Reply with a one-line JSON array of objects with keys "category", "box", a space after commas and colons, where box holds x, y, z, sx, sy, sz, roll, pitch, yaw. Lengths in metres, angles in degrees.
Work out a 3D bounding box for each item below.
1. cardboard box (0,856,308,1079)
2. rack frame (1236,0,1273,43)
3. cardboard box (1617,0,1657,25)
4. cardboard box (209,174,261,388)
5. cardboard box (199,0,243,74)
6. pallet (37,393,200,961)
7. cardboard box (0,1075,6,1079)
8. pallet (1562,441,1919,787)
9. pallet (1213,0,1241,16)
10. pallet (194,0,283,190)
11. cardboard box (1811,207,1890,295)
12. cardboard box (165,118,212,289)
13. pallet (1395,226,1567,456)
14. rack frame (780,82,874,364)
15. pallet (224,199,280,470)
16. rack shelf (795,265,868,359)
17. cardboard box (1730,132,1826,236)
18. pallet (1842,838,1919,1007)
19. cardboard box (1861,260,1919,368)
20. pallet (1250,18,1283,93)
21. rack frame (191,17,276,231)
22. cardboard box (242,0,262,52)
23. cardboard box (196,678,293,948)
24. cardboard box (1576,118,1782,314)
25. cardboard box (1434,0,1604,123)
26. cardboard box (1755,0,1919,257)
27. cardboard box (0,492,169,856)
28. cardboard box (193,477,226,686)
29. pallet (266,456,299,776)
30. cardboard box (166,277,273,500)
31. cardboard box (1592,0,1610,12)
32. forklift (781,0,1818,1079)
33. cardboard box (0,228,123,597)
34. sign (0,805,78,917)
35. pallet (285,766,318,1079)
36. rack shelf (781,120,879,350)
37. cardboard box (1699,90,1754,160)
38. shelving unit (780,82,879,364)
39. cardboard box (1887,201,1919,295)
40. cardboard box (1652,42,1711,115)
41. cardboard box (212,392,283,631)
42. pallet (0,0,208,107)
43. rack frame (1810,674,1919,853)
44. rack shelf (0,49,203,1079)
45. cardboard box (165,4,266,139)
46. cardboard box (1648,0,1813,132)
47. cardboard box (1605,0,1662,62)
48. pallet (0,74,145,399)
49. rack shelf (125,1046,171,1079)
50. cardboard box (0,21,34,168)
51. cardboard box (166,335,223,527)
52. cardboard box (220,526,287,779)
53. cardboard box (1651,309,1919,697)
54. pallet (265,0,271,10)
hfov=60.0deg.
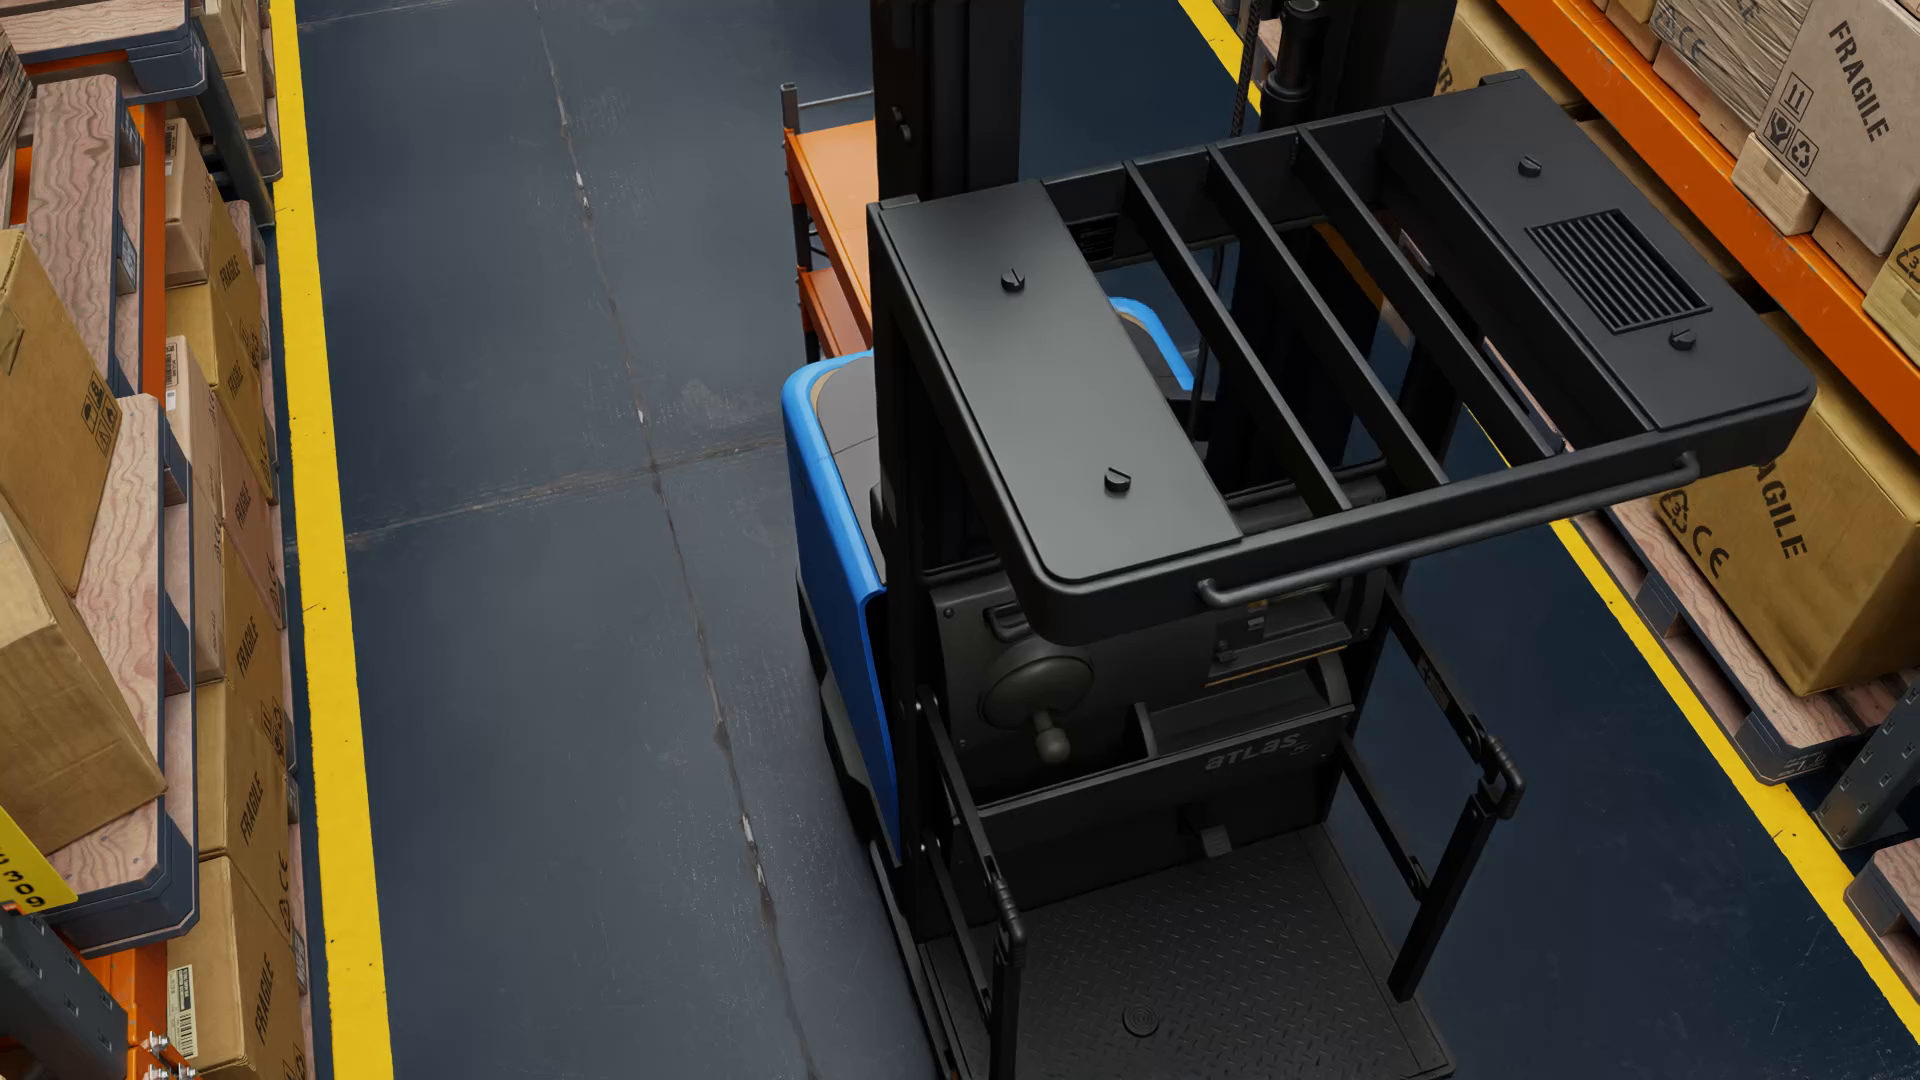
[{"category": "cardboard box", "box": [-1.790, 1.106, 3.703, 0.500, 0.500, 0.500, -15, 52, -13]}, {"category": "rack frame", "box": [1.669, -3.194, 5.981, 1.000, 3.000, 0.127, -13, 51, -11]}, {"category": "cardboard box", "box": [2.021, -1.790, 4.524, 0.500, 0.500, 0.500, -12, 51, -10]}, {"category": "cardboard box", "box": [-2.561, -0.777, 5.290, 0.500, 0.500, 0.500, -12, 51, -10]}, {"category": "cardboard box", "box": [-2.937, -1.950, 6.089, 0.500, 0.311, 0.500, -12, 51, -10]}, {"category": "pallet", "box": [-2.011, 0.304, 3.157, 1.003, 0.211, 1.213, -13, 51, -11]}, {"category": "cardboard box", "box": [-1.486, 1.125, 2.274, 0.500, 0.500, 0.500, -13, 51, -10]}, {"category": "pallet", "box": [2.552, 0.080, 5.045, 1.003, 0.211, 1.213, -13, 51, -11]}, {"category": "pallet", "box": [1.439, -2.866, 7.528, 1.003, 0.211, 1.213, -13, 51, -11]}, {"category": "pallet", "box": [-3.268, -1.782, 6.614, 1.003, 0.211, 1.213, -13, 51, -11]}, {"category": "cardboard box", "box": [2.351, -0.759, 4.079, 0.380, 0.149, 0.250, -12, 51, -10]}, {"category": "cardboard box", "box": [-2.541, -0.979, 4.970, 0.500, 0.250, 0.500, -12, 51, -10]}, {"category": "pallet", "box": [2.187, -0.813, 5.797, 1.003, 0.211, 1.213, -13, 51, -11]}, {"category": "rack frame", "box": [-0.290, -1.030, 5.382, 0.500, 1.125, 0.032, -14, 51, -12]}, {"category": "pallet", "box": [-2.878, -0.618, 5.633, 1.003, 0.211, 1.213, -13, 51, -11]}, {"category": "rack shelf", "box": [-0.131, -0.503, 5.258, 0.538, 0.278, 1.000, -14, 51, -12]}, {"category": "cardboard box", "box": [2.216, -0.939, 4.231, 0.380, 0.149, 0.250, -13, 51, -11]}, {"category": "pallet", "box": [3.002, 1.200, 4.101, 1.003, 0.211, 1.213, -13, 51, -11]}, {"category": "cardboard box", "box": [2.384, -0.560, 3.911, 0.380, 0.149, 0.250, -12, 51, -10]}, {"category": "pallet", "box": [1.830, -1.702, 6.547, 1.003, 0.211, 1.213, -13, 51, -11]}, {"category": "rack frame", "box": [-3.062, -2.071, 5.034, 1.000, 3.000, 0.127, -13, 51, -11]}, {"category": "cardboard box", "box": [-3.086, -2.136, 6.613, 0.500, 0.250, 0.500, -15, 51, -12]}, {"category": "cardboard box", "box": [-1.958, 0.719, 4.029, 0.500, 0.500, 0.500, -13, 51, -10]}, {"category": "cardboard box", "box": [2.270, -0.809, 5.101, 0.750, 0.750, 0.750, -12, 51, -10]}, {"category": "cardboard box", "box": [2.014, -1.428, 5.624, 0.750, 0.750, 0.750, -14, 51, -11]}, {"category": "cardboard box", "box": [2.314, -1.057, 3.906, 0.500, 0.500, 0.500, -13, 51, -11]}, {"category": "cardboard box", "box": [-1.806, 0.286, 2.707, 0.700, 0.500, 0.500, -30, 56, -23]}, {"category": "cardboard box", "box": [-2.085, 0.134, 4.032, 0.500, 0.250, 0.500, -13, 51, -11]}, {"category": "pallet", "box": [-2.520, 0.271, 4.883, 1.003, 0.211, 1.213, -13, 51, -11]}, {"category": "cardboard box", "box": [-2.409, -0.399, 4.972, 0.500, 0.500, 0.500, -15, 51, -12]}, {"category": "cardboard box", "box": [2.009, -1.709, 4.880, 0.380, 0.149, 0.250, -13, 51, -11]}, {"category": "forklift", "box": [0.473, 0.268, 3.107, 1.130, 2.935, 3.031, -14, 51, -12]}, {"category": "cardboard box", "box": [-2.070, -0.202, 3.118, 0.700, 0.500, 0.500, -6, 50, -5]}, {"category": "sign", "box": [-1.363, 0.443, 2.348, 0.100, 0.325, 0.005, -13, 51, -11]}, {"category": "pallet", "box": [-2.156, 1.164, 4.131, 1.003, 0.211, 1.213, -13, 51, -11]}, {"category": "rack shelf", "box": [-0.131, -0.849, 4.847, 0.538, 0.278, 1.000, -14, 51, -12]}, {"category": "cardboard box", "box": [2.207, -1.132, 4.394, 0.380, 0.149, 0.250, -13, 51, -11]}, {"category": "shelving unit", "box": [-0.131, -0.661, 5.071, 0.538, 1.125, 1.048, -14, 51, -12]}, {"category": "cardboard box", "box": [2.474, -0.687, 3.594, 0.500, 0.500, 0.500, -14, 51, -12]}, {"category": "cardboard box", "box": [2.147, -1.318, 4.551, 0.380, 0.149, 0.250, -15, 51, -12]}, {"category": "cardboard box", "box": [-2.248, -0.017, 4.650, 0.500, 0.500, 0.500, -15, 52, -12]}, {"category": "pallet", "box": [-2.795, -1.530, 4.703, 1.213, 0.211, 1.003, -13, 51, -11]}, {"category": "rack frame", "box": [2.852, -0.272, 3.518, 1.000, 3.000, 0.127, -13, 51, -11]}, {"category": "rack shelf", "box": [-2.471, -0.378, 4.078, 1.077, 0.370, 4.000, -13, 51, -11]}, {"category": "cardboard box", "box": [-2.937, -1.769, 6.303, 0.500, 0.250, 0.500, -13, 51, -11]}, {"category": "cardboard box", "box": [2.174, -1.426, 4.217, 0.500, 0.500, 0.500, -13, 51, -11]}, {"category": "cardboard box", "box": [2.080, -1.515, 4.717, 0.380, 0.149, 0.250, -12, 51, -10]}, {"category": "pallet", "box": [-2.483, -0.590, 3.911, 1.003, 0.211, 1.213, -13, 51, -11]}, {"category": "rack shelf", "box": [-1.288, 2.543, 1.615, 1.077, 0.370, 4.000, -13, 51, -11]}, {"category": "cardboard box", "box": [-2.680, -1.093, 3.869, 0.700, 0.500, 0.500, -5, 50, -4]}, {"category": "cardboard box", "box": [-2.234, -0.232, 4.341, 0.500, 0.250, 0.500, -14, 51, -12]}, {"category": "cardboard box", "box": [-2.099, 0.352, 4.338, 0.500, 0.500, 0.500, -13, 51, -11]}, {"category": "cardboard box", "box": [2.535, -0.160, 4.554, 0.750, 0.750, 0.750, -13, 51, -11]}, {"category": "pallet", "box": [-3.626, -2.672, 7.364, 1.003, 0.211, 1.213, -13, 51, -11]}]
